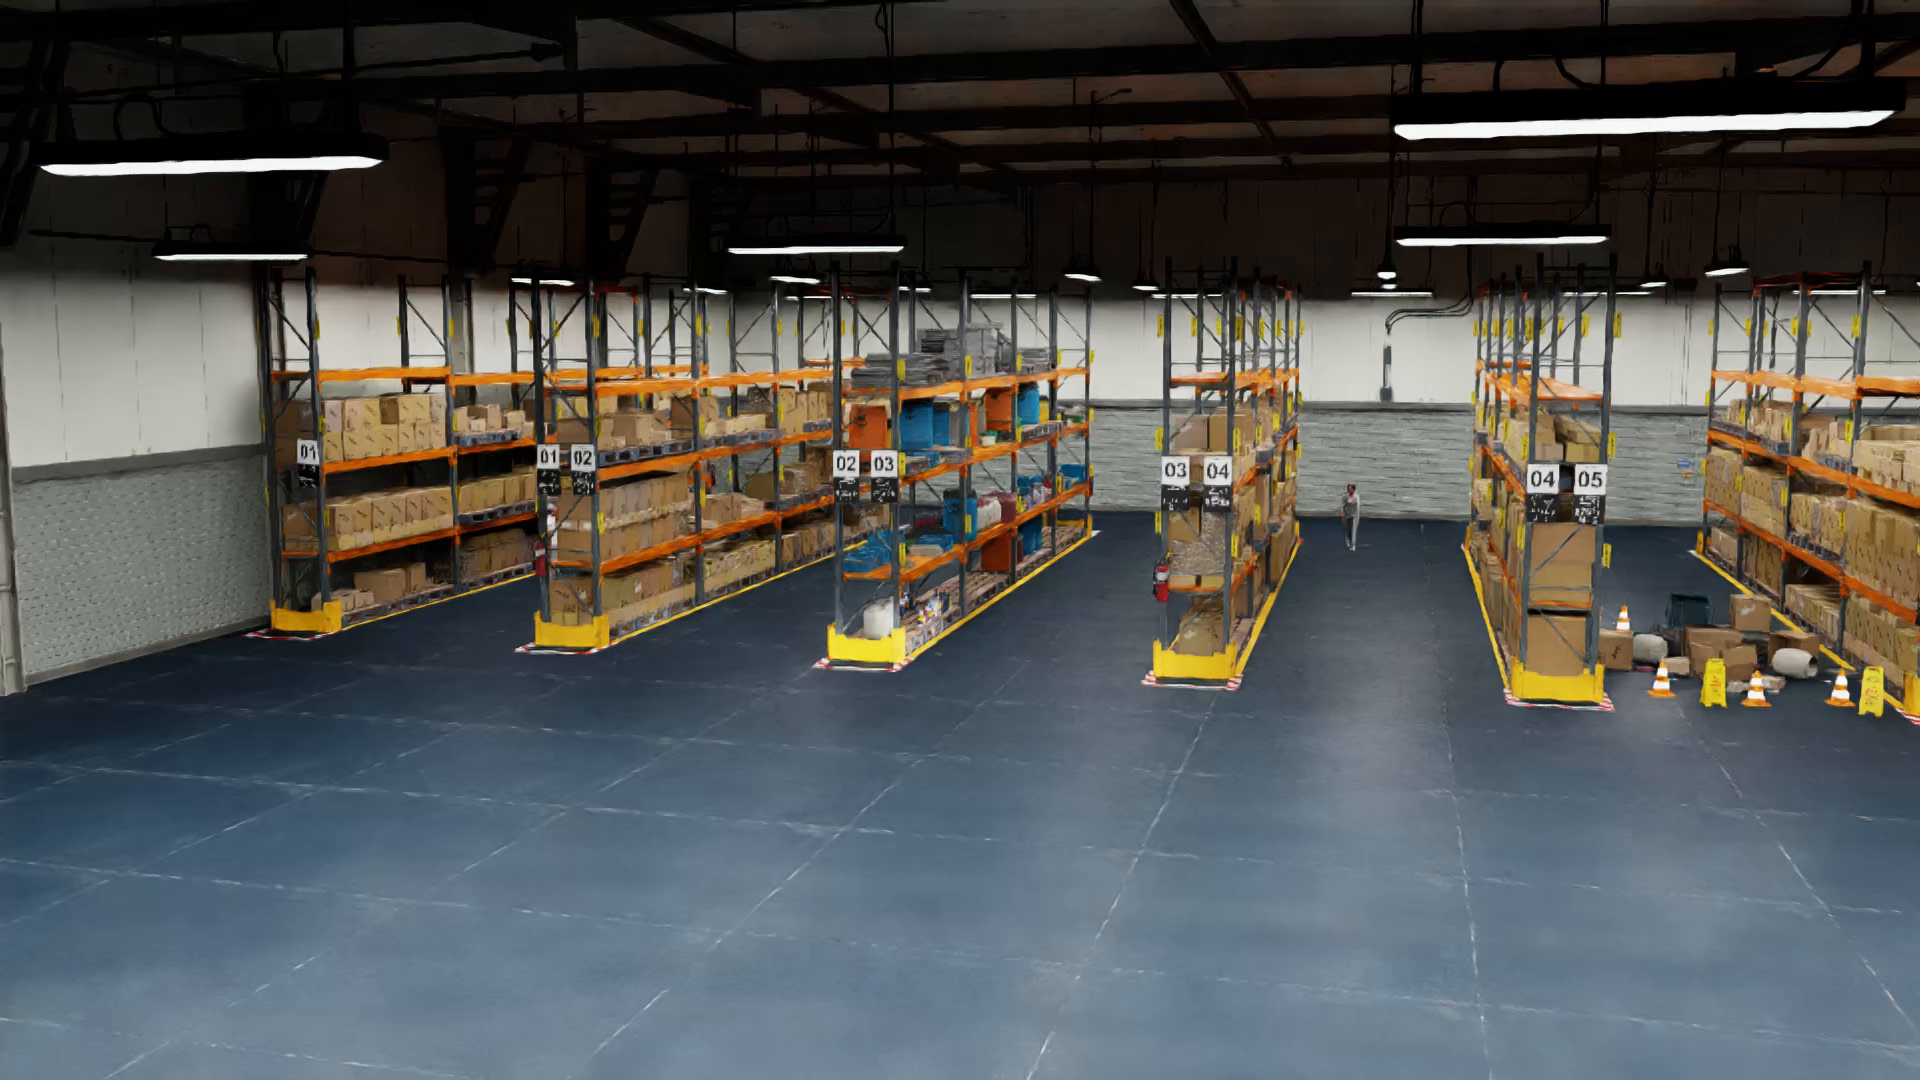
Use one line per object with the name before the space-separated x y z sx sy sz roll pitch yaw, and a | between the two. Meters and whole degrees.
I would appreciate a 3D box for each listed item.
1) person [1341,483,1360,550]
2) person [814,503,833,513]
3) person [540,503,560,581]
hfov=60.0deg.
person | 8.880 -0.556 37.860 0.417 1.504 1.036 2 8 17
person | -3.704 -1.556 45.236 0.677 1.671 0.534 2 7 13
person | -7.881 0.124 32.025 0.441 1.659 0.538 -2 7 -12
